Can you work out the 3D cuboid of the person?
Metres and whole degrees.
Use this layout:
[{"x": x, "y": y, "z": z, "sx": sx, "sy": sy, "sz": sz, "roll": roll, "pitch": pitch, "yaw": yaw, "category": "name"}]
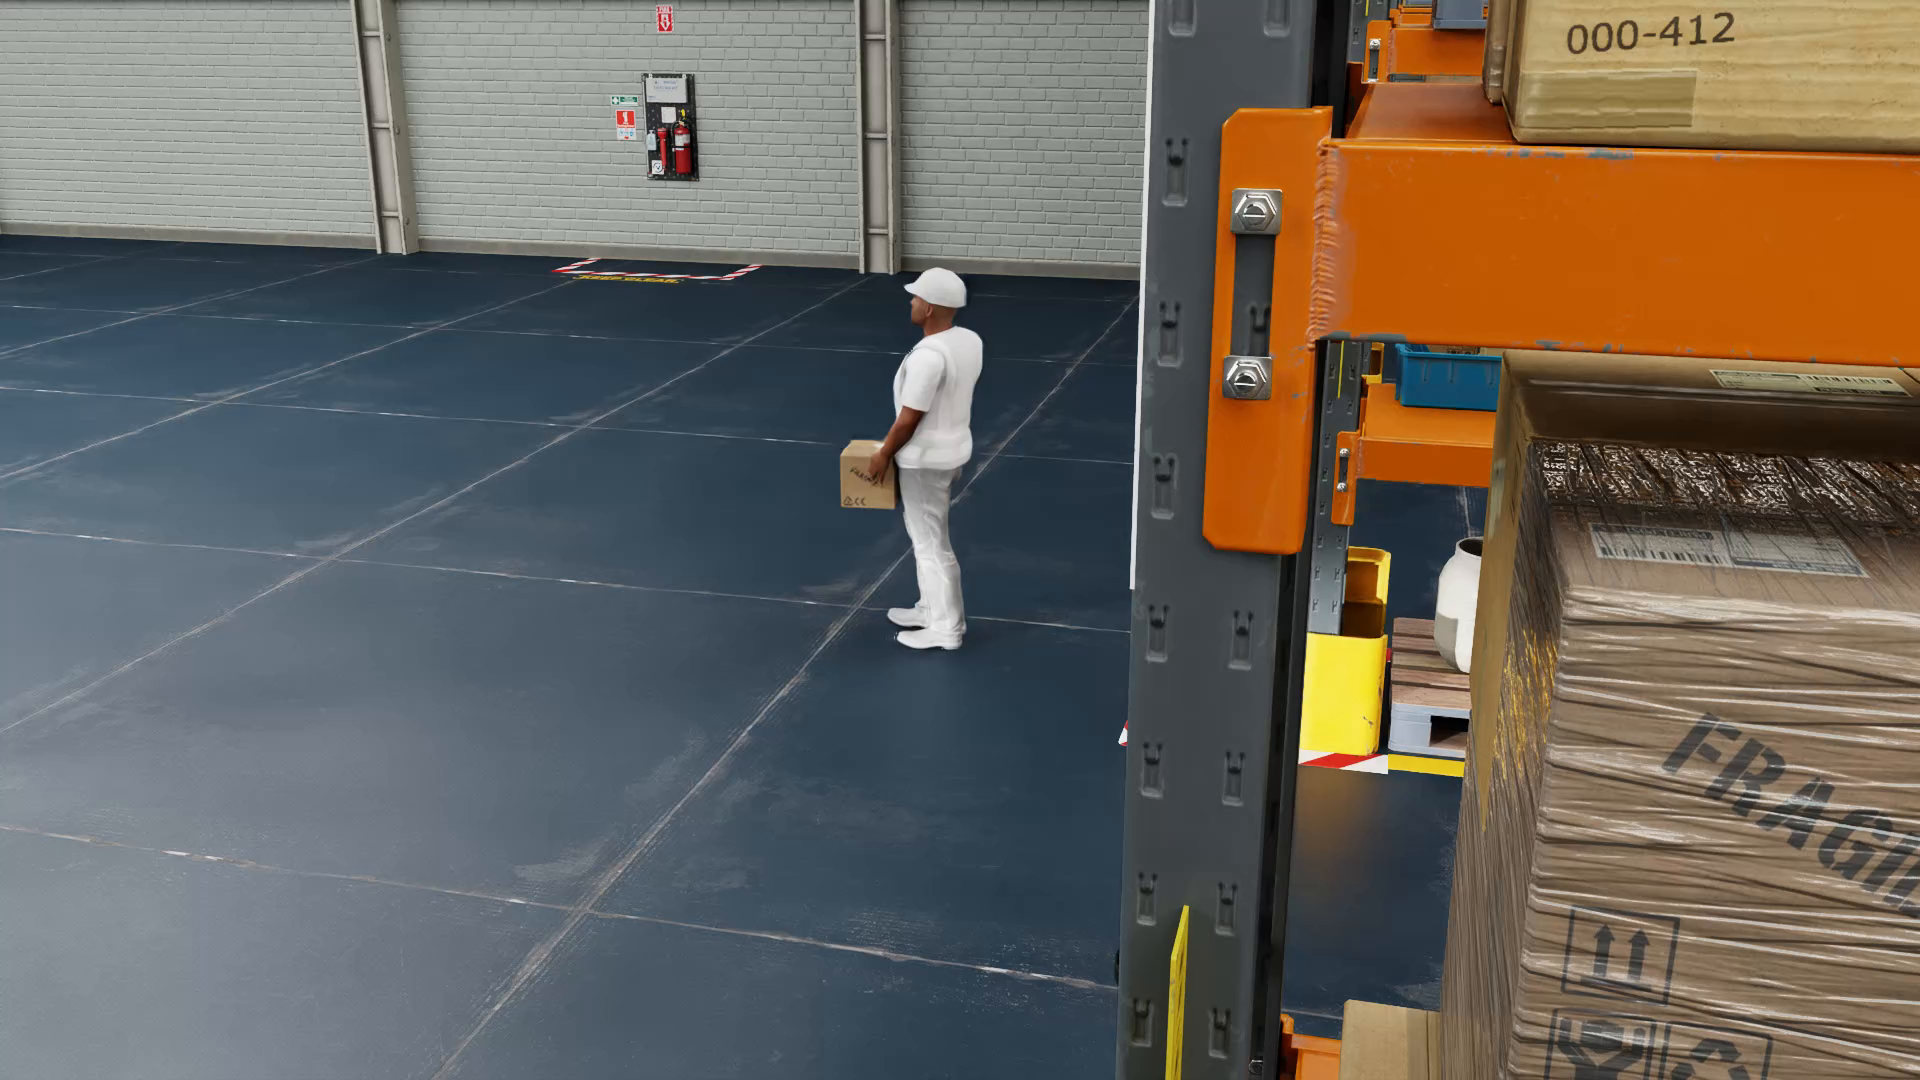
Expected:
[{"x": -0.183, "y": -0.370, "z": 7.644, "sx": 0.493, "sy": 1.767, "sz": 0.560, "roll": 7, "pitch": 19, "yaw": 20, "category": "person"}]
